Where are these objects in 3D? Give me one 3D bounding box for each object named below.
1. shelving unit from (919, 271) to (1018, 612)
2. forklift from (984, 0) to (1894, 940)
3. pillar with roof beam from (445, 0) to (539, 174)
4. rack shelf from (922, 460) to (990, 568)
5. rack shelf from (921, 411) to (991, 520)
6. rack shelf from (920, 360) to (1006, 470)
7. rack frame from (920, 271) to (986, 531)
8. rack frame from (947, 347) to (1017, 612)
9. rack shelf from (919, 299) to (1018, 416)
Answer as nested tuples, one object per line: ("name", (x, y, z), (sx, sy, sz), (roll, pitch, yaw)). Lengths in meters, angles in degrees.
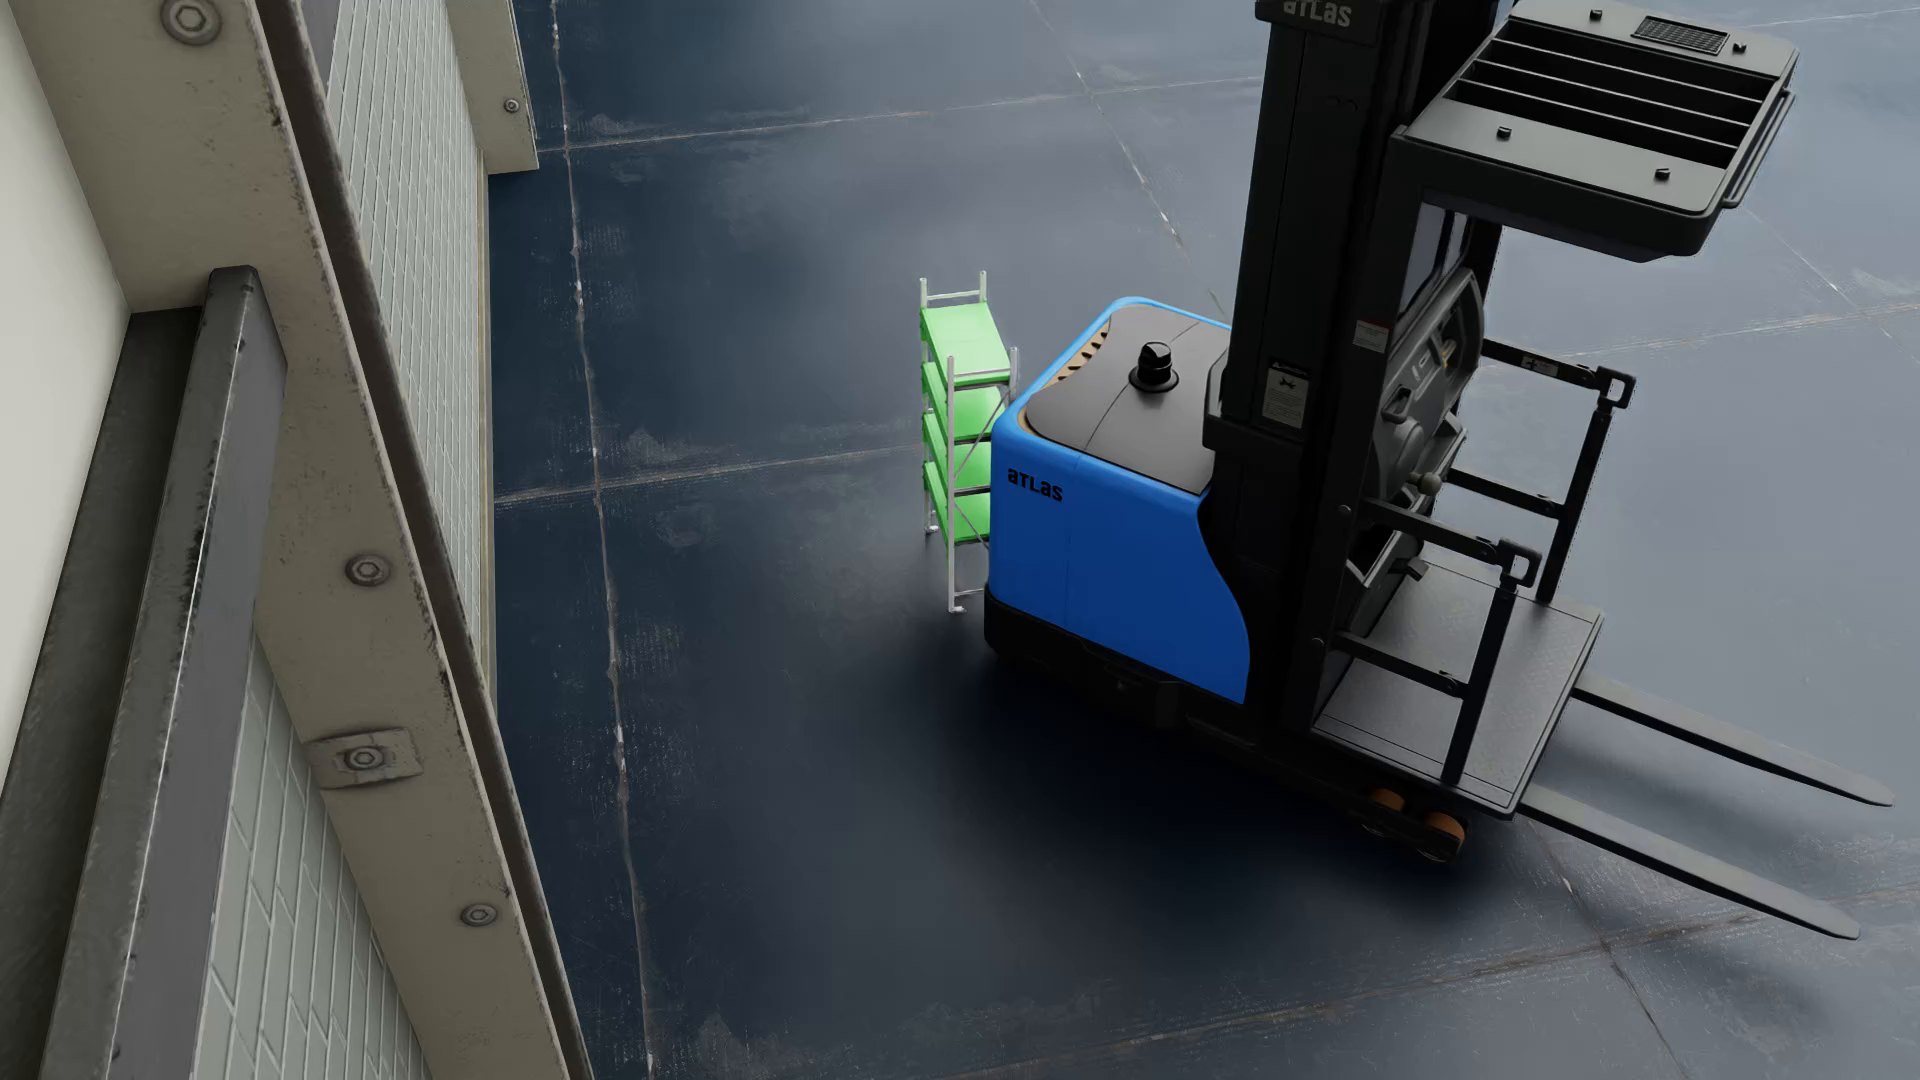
("shelving unit", (0.025, -0.349, 6.238), (0.258, 1.200, 0.503), (-8, 42, -9))
("forklift", (1.613, -0.433, 5.030), (3.031, 2.935, 1.130), (22, 46, 23))
("pillar with roof beam", (1.726, -6.100, 6.843), (9.100, 9.000, 0.400), (-8, 42, -9))
("rack shelf", (0.024, -0.122, 6.440), (0.258, 0.148, 0.480), (-8, 42, -9))
("rack shelf", (0.024, -0.301, 6.281), (0.258, 0.148, 0.480), (-8, 42, -9))
("rack shelf", (0.025, -0.480, 6.121), (0.258, 0.148, 0.480), (-8, 42, -9))
("rack frame", (-0.025, -0.508, 6.417), (0.240, 1.200, 0.015), (-8, 42, -9))
("rack frame", (0.075, -0.190, 6.060), (0.240, 1.200, 0.015), (-8, 42, -9))
("rack shelf", (0.025, -0.660, 5.962), (0.258, 0.148, 0.480), (-8, 42, -9))
